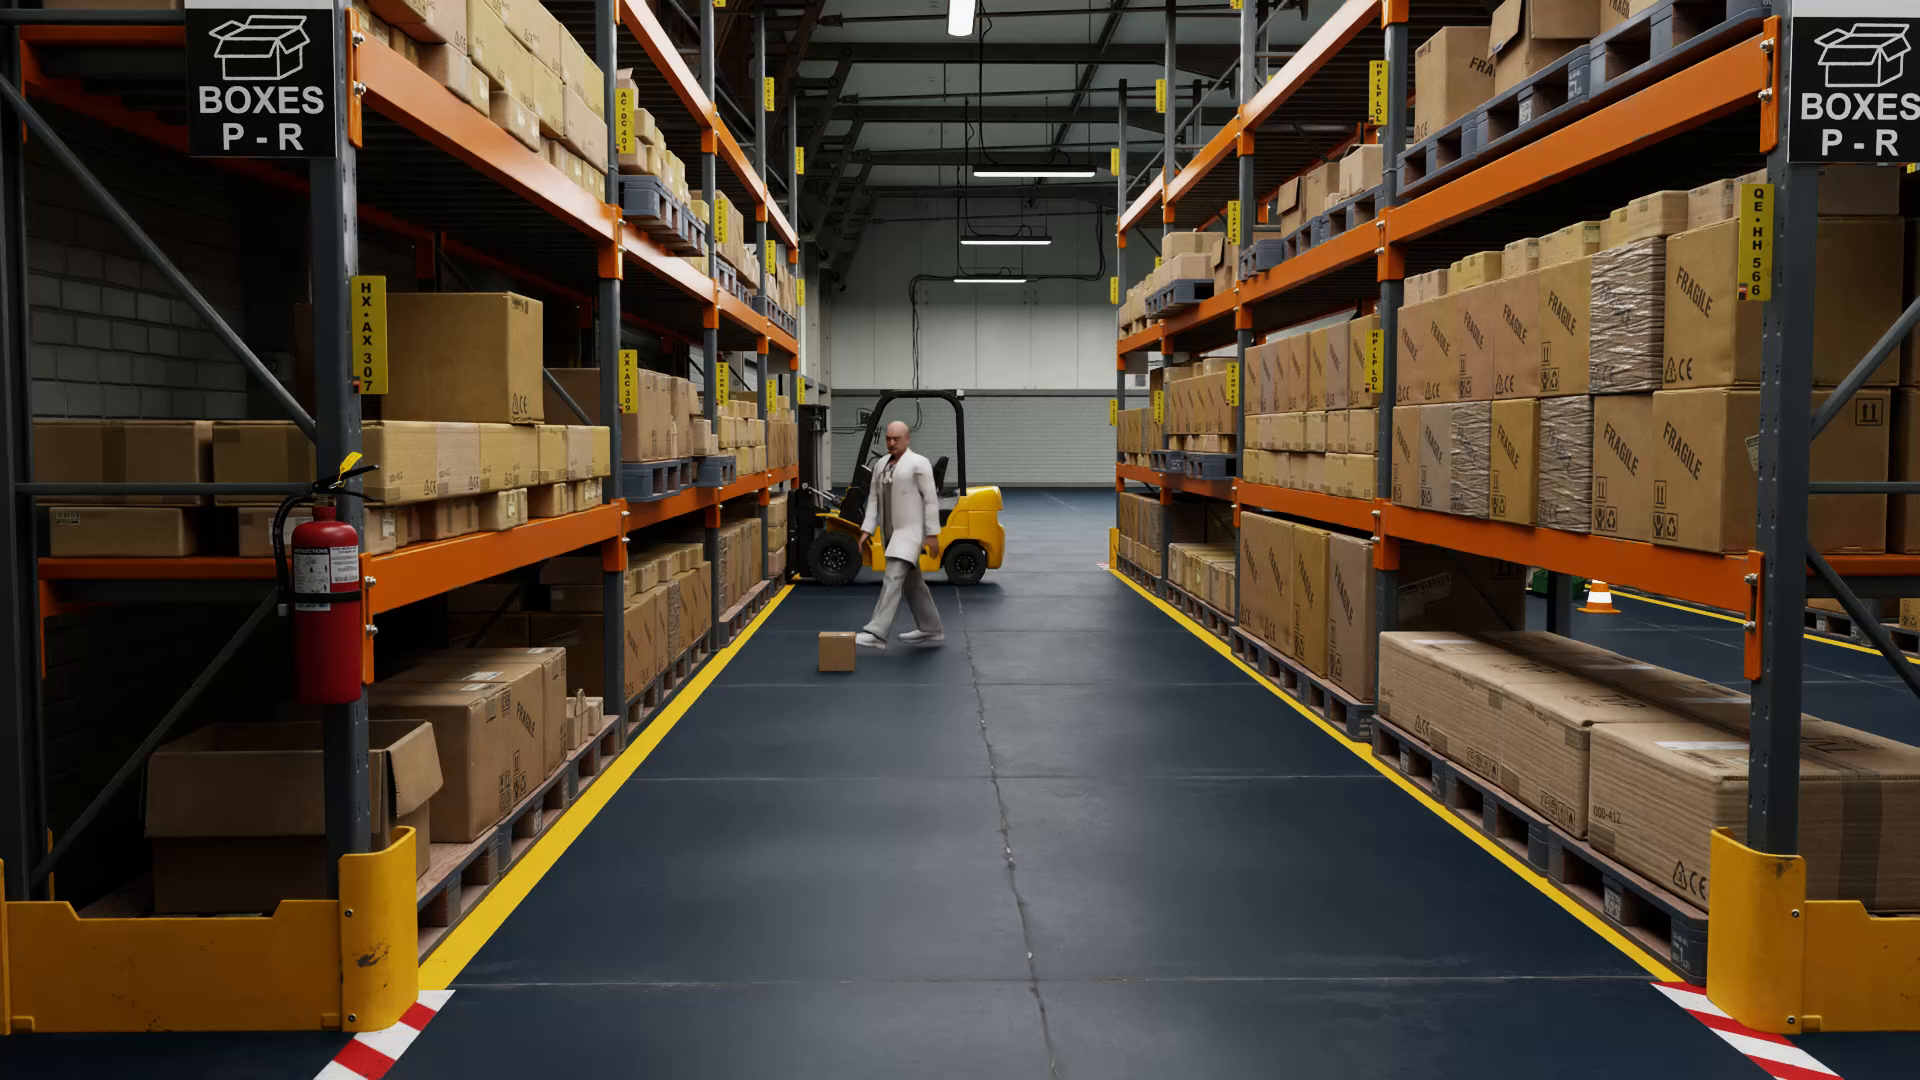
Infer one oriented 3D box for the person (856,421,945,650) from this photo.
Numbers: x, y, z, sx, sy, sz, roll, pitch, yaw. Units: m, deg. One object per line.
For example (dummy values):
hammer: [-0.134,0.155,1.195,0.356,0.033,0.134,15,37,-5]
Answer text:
person: [-0.523,-0.042,12.676,1.050,1.729,0.576,-3,5,-38]
